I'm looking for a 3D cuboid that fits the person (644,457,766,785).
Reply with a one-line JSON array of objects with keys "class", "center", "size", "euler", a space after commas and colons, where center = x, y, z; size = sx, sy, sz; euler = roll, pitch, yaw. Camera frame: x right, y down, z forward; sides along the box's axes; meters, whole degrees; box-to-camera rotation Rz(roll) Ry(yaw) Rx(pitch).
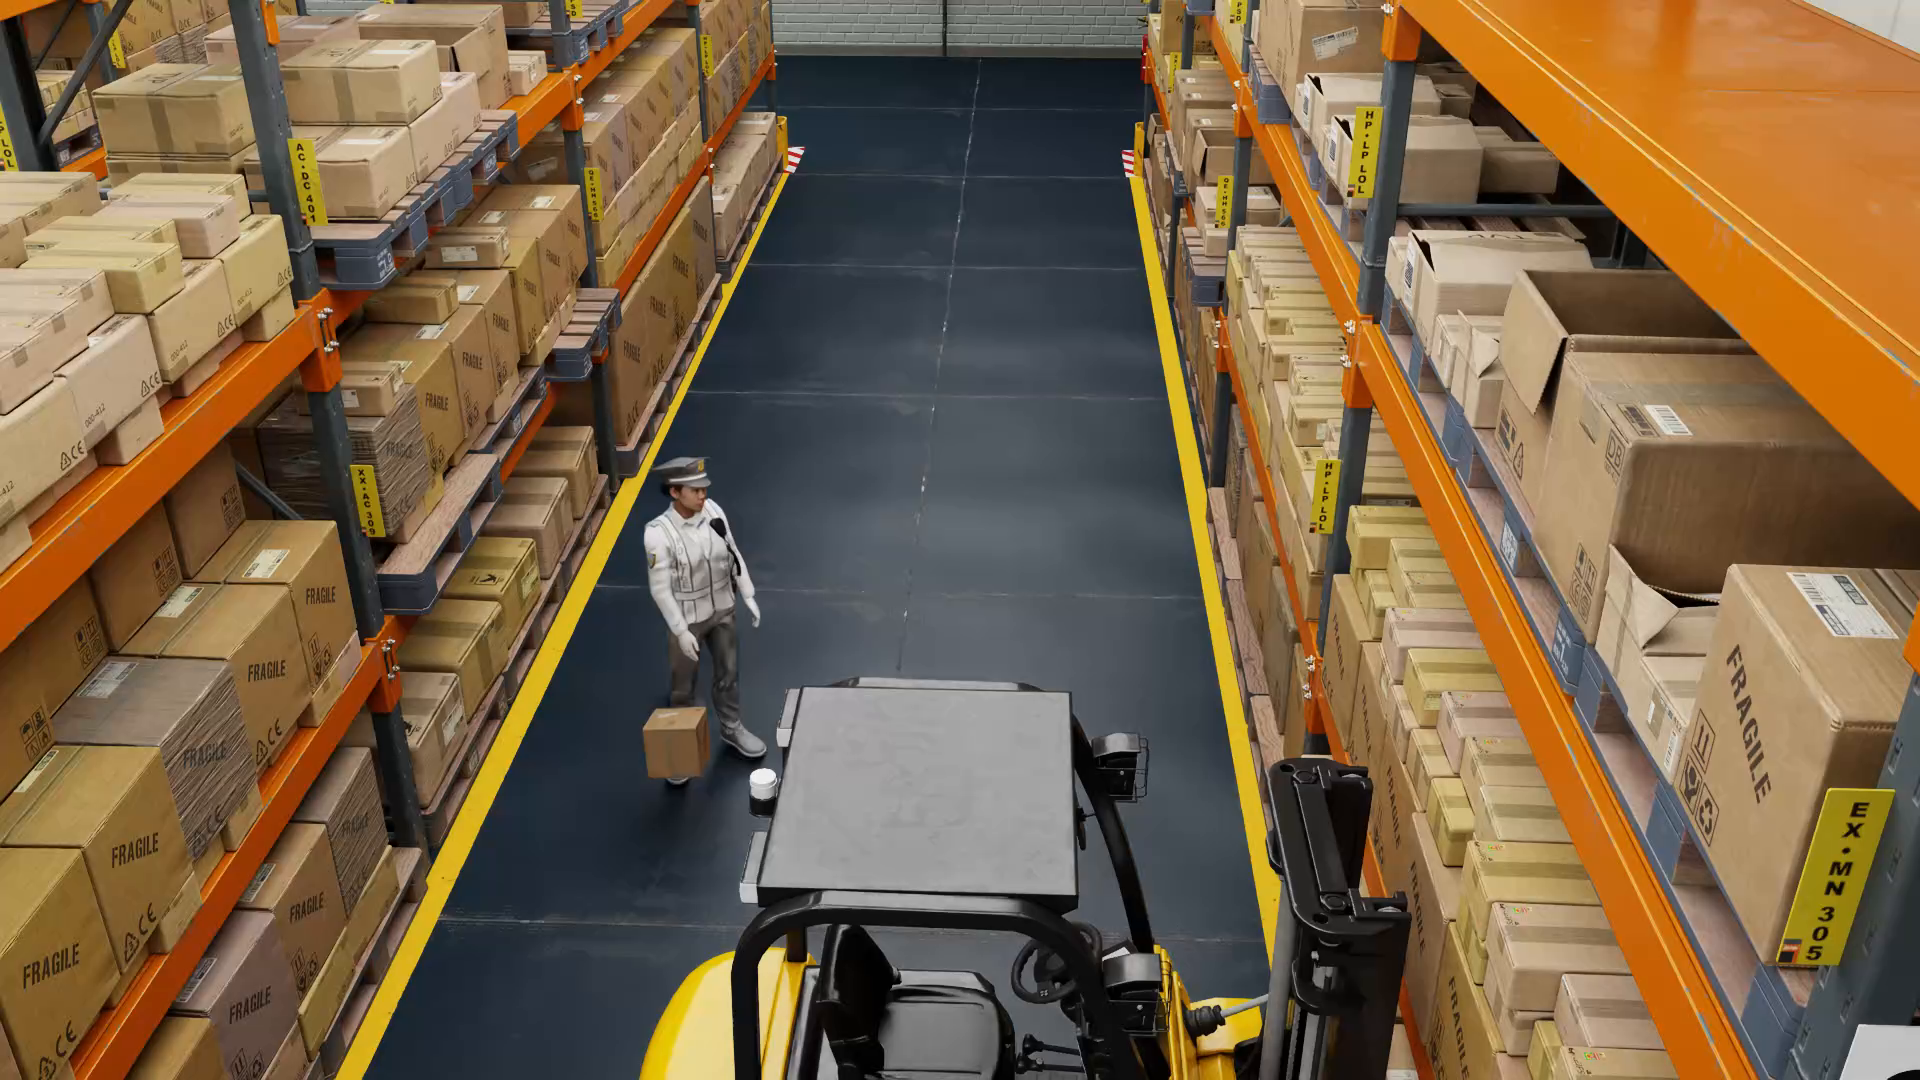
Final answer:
[{"class": "person", "center": [-1.262, 0.371, 8.081], "size": [0.563, 1.693, 0.375], "euler": [-24, 36, -37]}]
